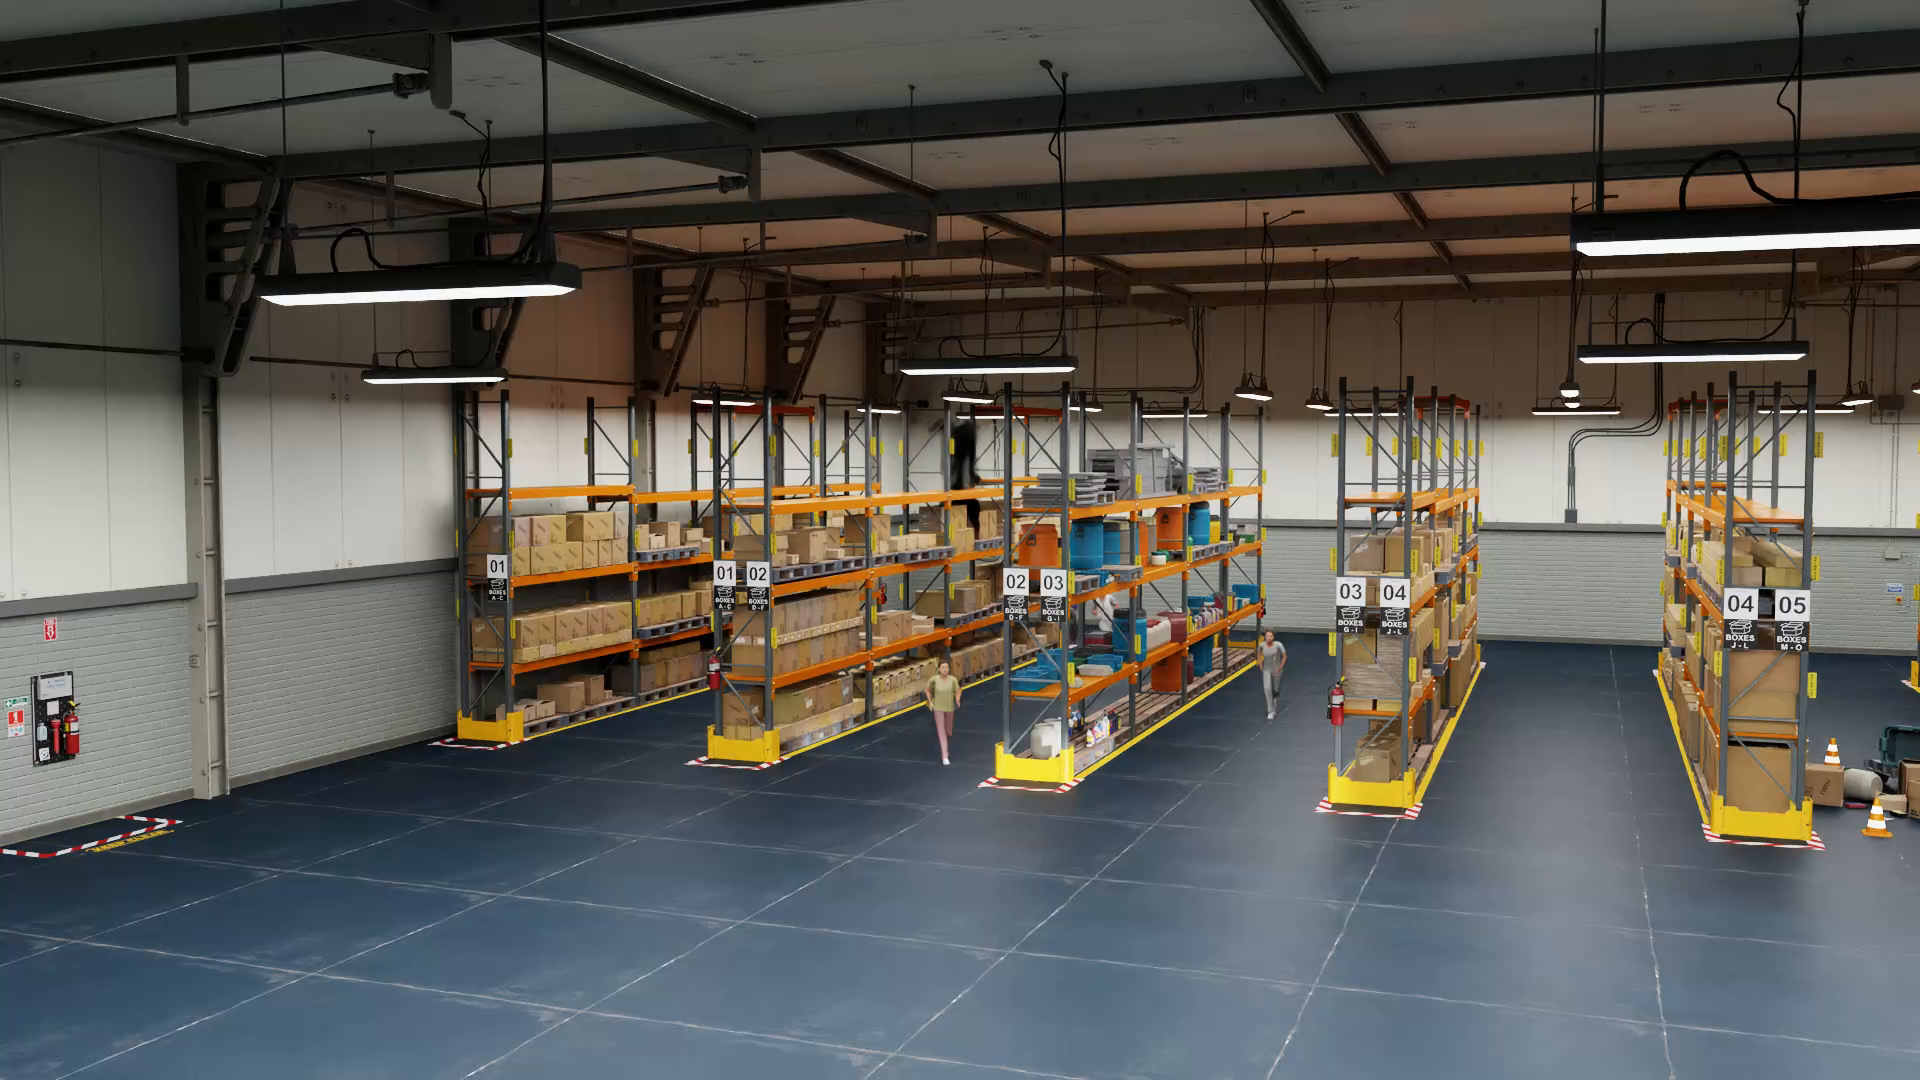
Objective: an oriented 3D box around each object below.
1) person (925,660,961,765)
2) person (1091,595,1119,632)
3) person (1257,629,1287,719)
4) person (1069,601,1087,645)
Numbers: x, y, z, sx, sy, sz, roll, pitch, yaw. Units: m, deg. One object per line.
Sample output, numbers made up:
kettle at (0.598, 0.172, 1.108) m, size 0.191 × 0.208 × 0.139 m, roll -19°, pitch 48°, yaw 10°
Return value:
person at (-0.275, 2.729, 26.640) m, size 0.564 × 1.634 × 0.815 m, roll 0°, pitch 3°, yaw -9°
person at (3.493, 1.931, 40.247) m, size 0.657 × 1.687 × 0.577 m, roll 1°, pitch 3°, yaw 13°
person at (5.845, 2.484, 31.182) m, size 0.564 × 1.661 × 1.006 m, roll 1°, pitch 3°, yaw 15°
person at (2.931, 1.910, 42.406) m, size 0.689 × 1.607 × 0.577 m, roll 3°, pitch 4°, yaw 39°
